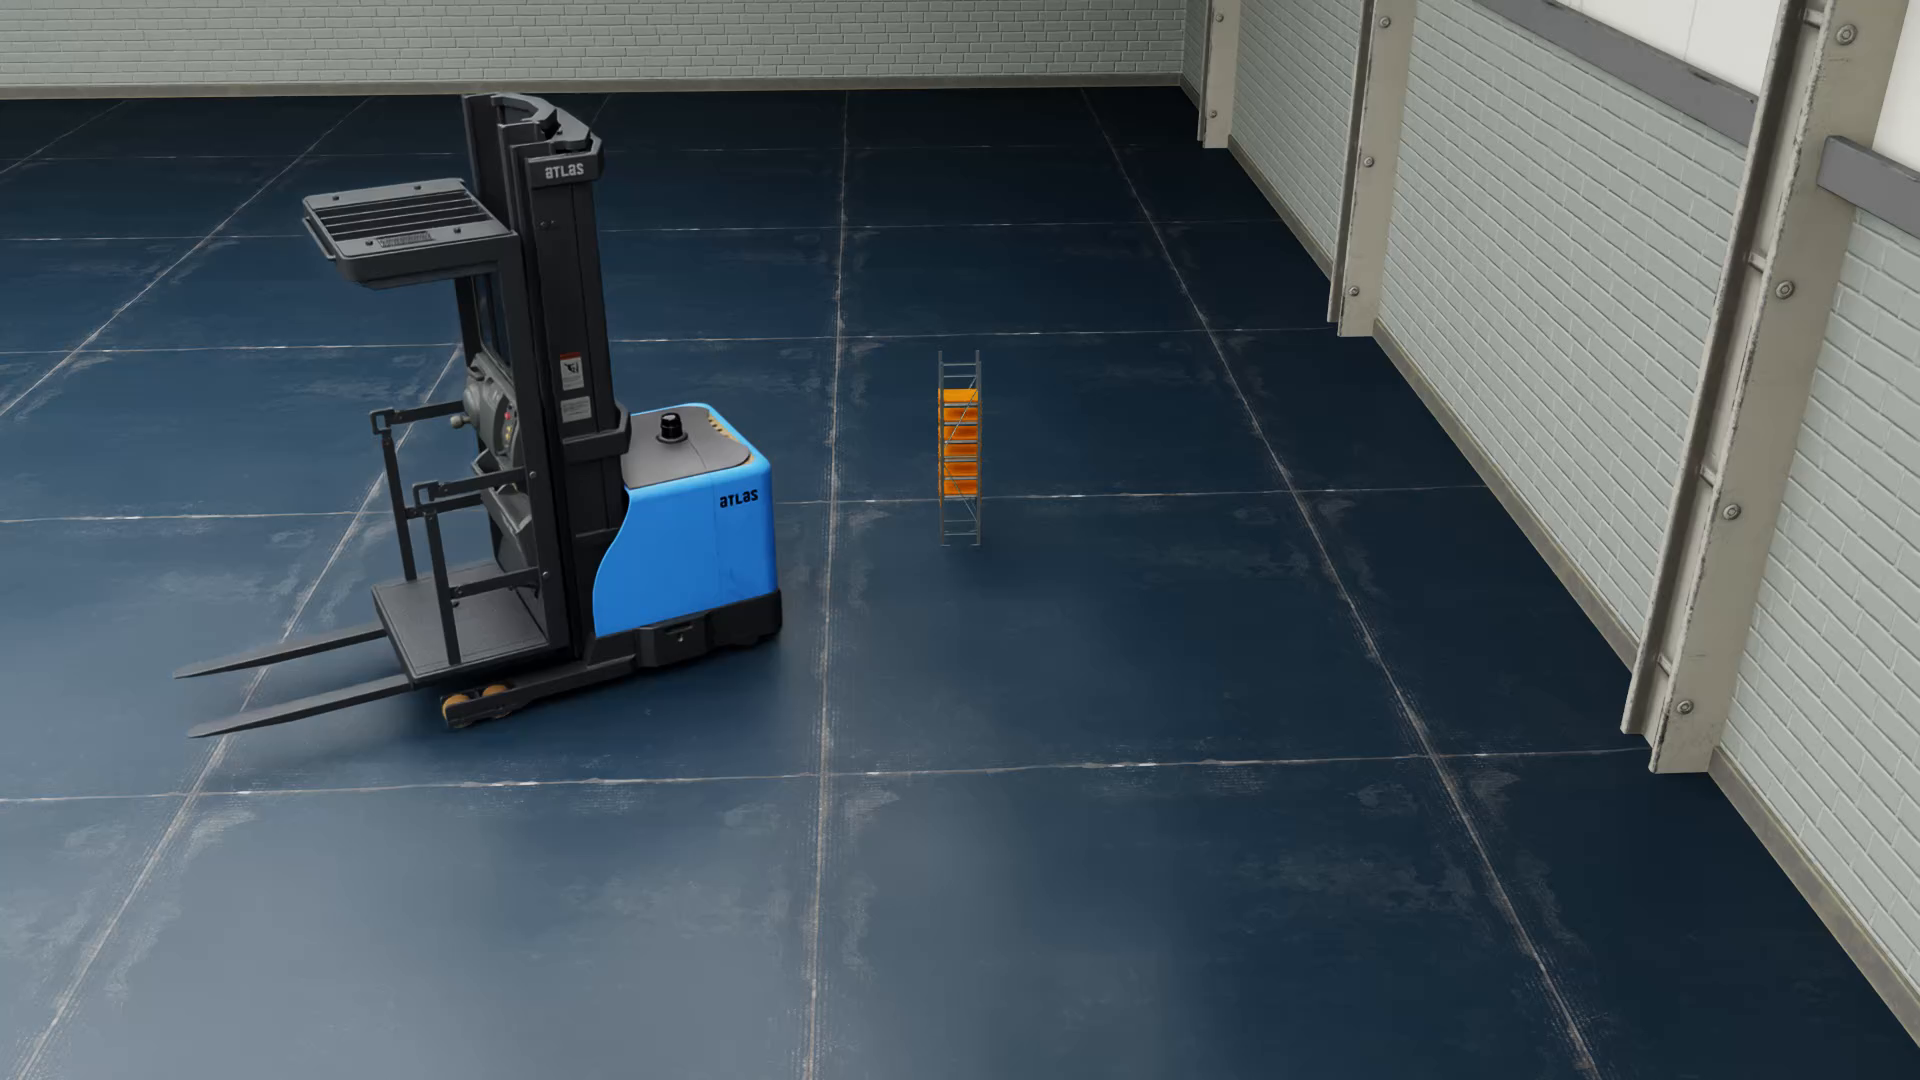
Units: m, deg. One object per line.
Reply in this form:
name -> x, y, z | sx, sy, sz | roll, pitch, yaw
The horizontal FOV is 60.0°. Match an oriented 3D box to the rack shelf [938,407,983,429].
rack shelf -> -0.001, -0.712, 9.895 | 0.258, 0.103, 0.180 | -1, 28, -3

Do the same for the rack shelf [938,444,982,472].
rack shelf -> -0.001, -0.499, 10.006 | 0.258, 0.103, 0.180 | -1, 28, -3

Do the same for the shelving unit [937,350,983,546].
shelving unit -> -0.001, -0.539, 9.985 | 0.258, 1.200, 0.189 | -1, 28, -3

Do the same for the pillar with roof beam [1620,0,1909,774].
pillar with roof beam -> -0.791, -2.848, 5.979 | 9.100, 9.000, 0.400 | -1, 28, -3

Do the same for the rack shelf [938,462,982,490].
rack shelf -> -0.001, -0.393, 10.061 | 0.258, 0.103, 0.180 | -1, 28, -3

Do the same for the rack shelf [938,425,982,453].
rack shelf -> -0.001, -0.606, 9.950 | 0.258, 0.103, 0.180 | -1, 28, -3

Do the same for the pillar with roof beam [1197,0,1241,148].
pillar with roof beam -> -1.418, -8.389, 16.604 | 9.100, 9.000, 0.400 | -1, 28, -3

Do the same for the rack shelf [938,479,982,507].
rack shelf -> -0.001, -0.286, 10.117 | 0.258, 0.103, 0.180 | -1, 28, -3

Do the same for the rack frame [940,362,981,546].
rack frame -> 0.004, -0.496, 9.904 | 0.240, 1.200, 0.006 | -1, 28, -3

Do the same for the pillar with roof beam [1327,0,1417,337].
pillar with roof beam -> -1.104, -5.619, 11.292 | 9.100, 9.000, 0.400 | -1, 28, -3

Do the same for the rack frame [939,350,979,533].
rack frame -> -0.006, -0.581, 10.066 | 0.240, 1.200, 0.006 | -1, 28, -3

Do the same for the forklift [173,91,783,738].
forklift -> -2.524, -0.626, 8.281 | 3.031, 2.935, 1.130 | -14, 31, -25

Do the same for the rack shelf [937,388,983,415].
rack shelf -> -0.001, -0.818, 9.839 | 0.258, 0.103, 0.180 | -1, 28, -3
